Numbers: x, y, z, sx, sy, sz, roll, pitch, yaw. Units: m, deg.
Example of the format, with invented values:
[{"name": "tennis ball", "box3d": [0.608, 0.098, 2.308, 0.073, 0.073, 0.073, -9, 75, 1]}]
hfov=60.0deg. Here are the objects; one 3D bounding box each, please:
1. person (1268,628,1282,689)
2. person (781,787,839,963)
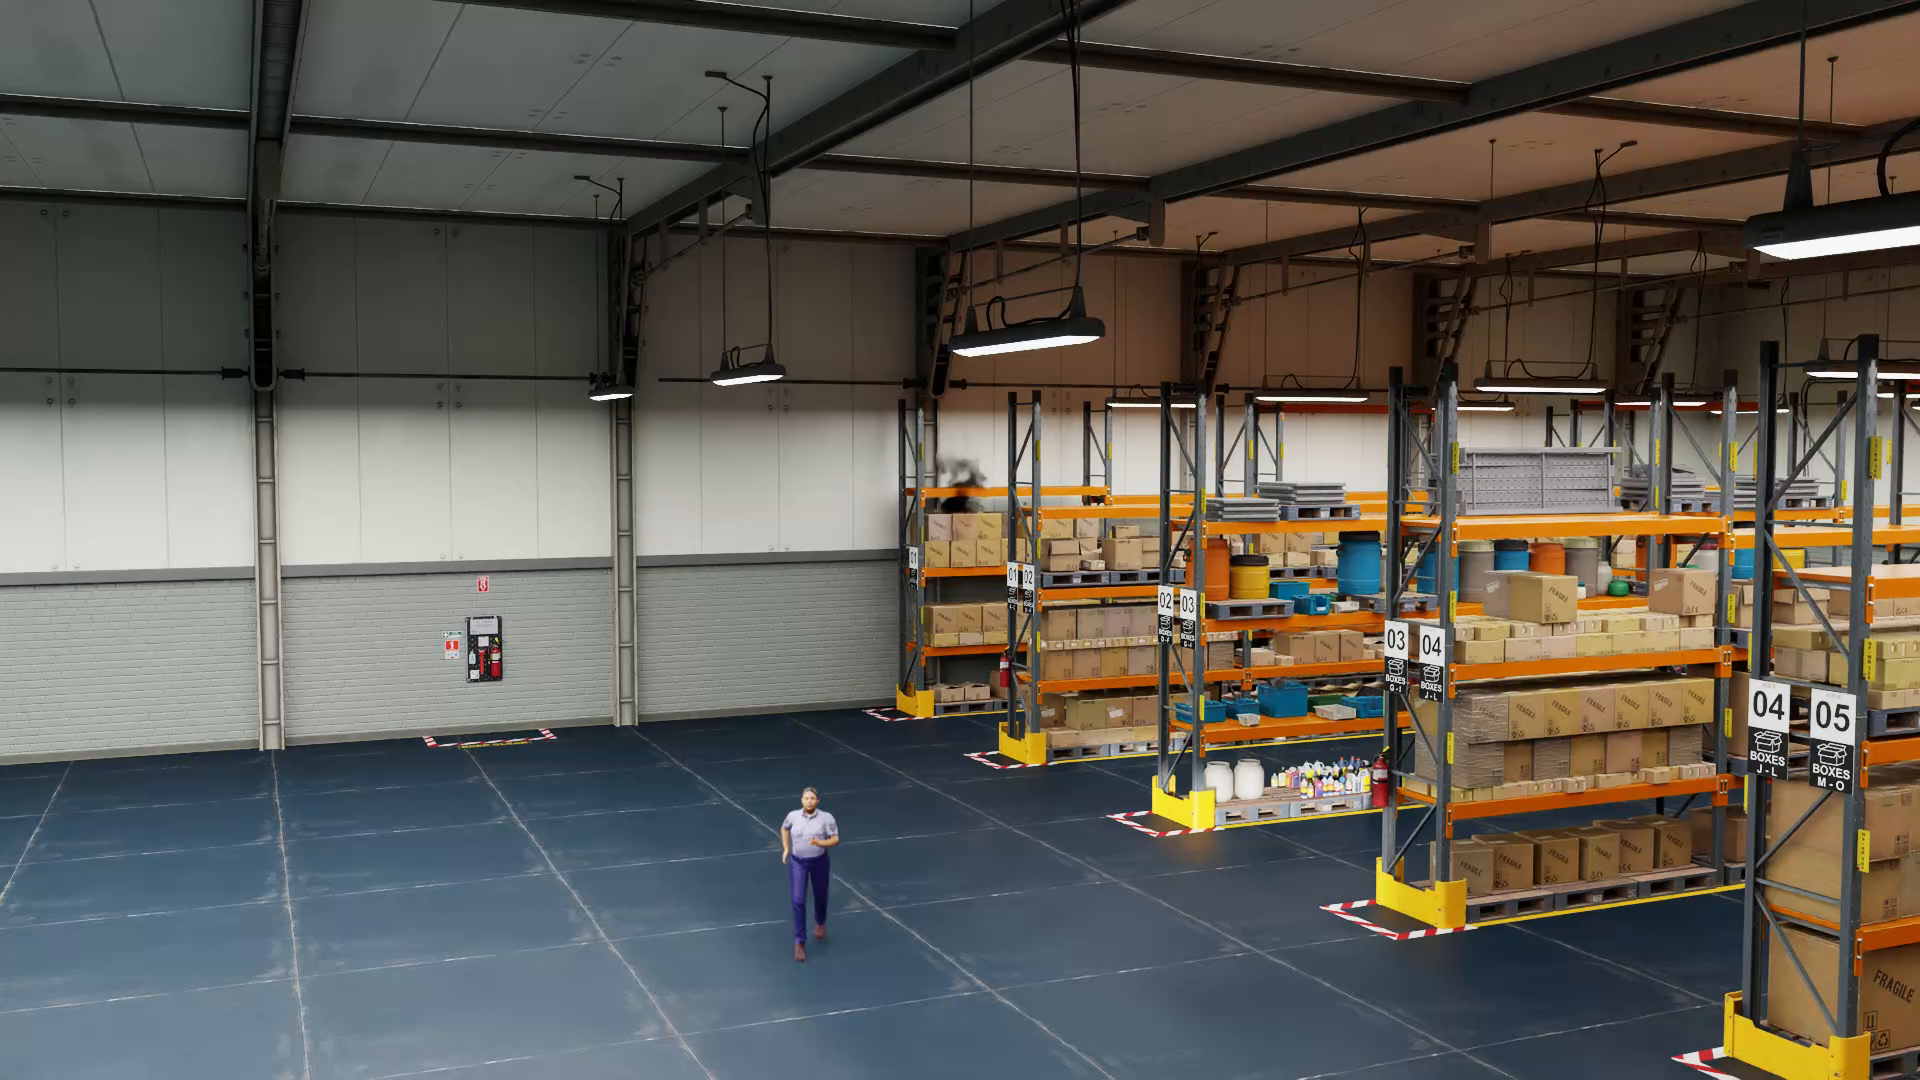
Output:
[{"name": "person", "box3d": [6.029, 2.479, 31.730, 0.833, 1.595, 0.539, -2, 4, -36]}, {"name": "person", "box3d": [-1.523, 3.337, 16.887, 0.594, 1.671, 0.895, 0, 3, -3]}]
